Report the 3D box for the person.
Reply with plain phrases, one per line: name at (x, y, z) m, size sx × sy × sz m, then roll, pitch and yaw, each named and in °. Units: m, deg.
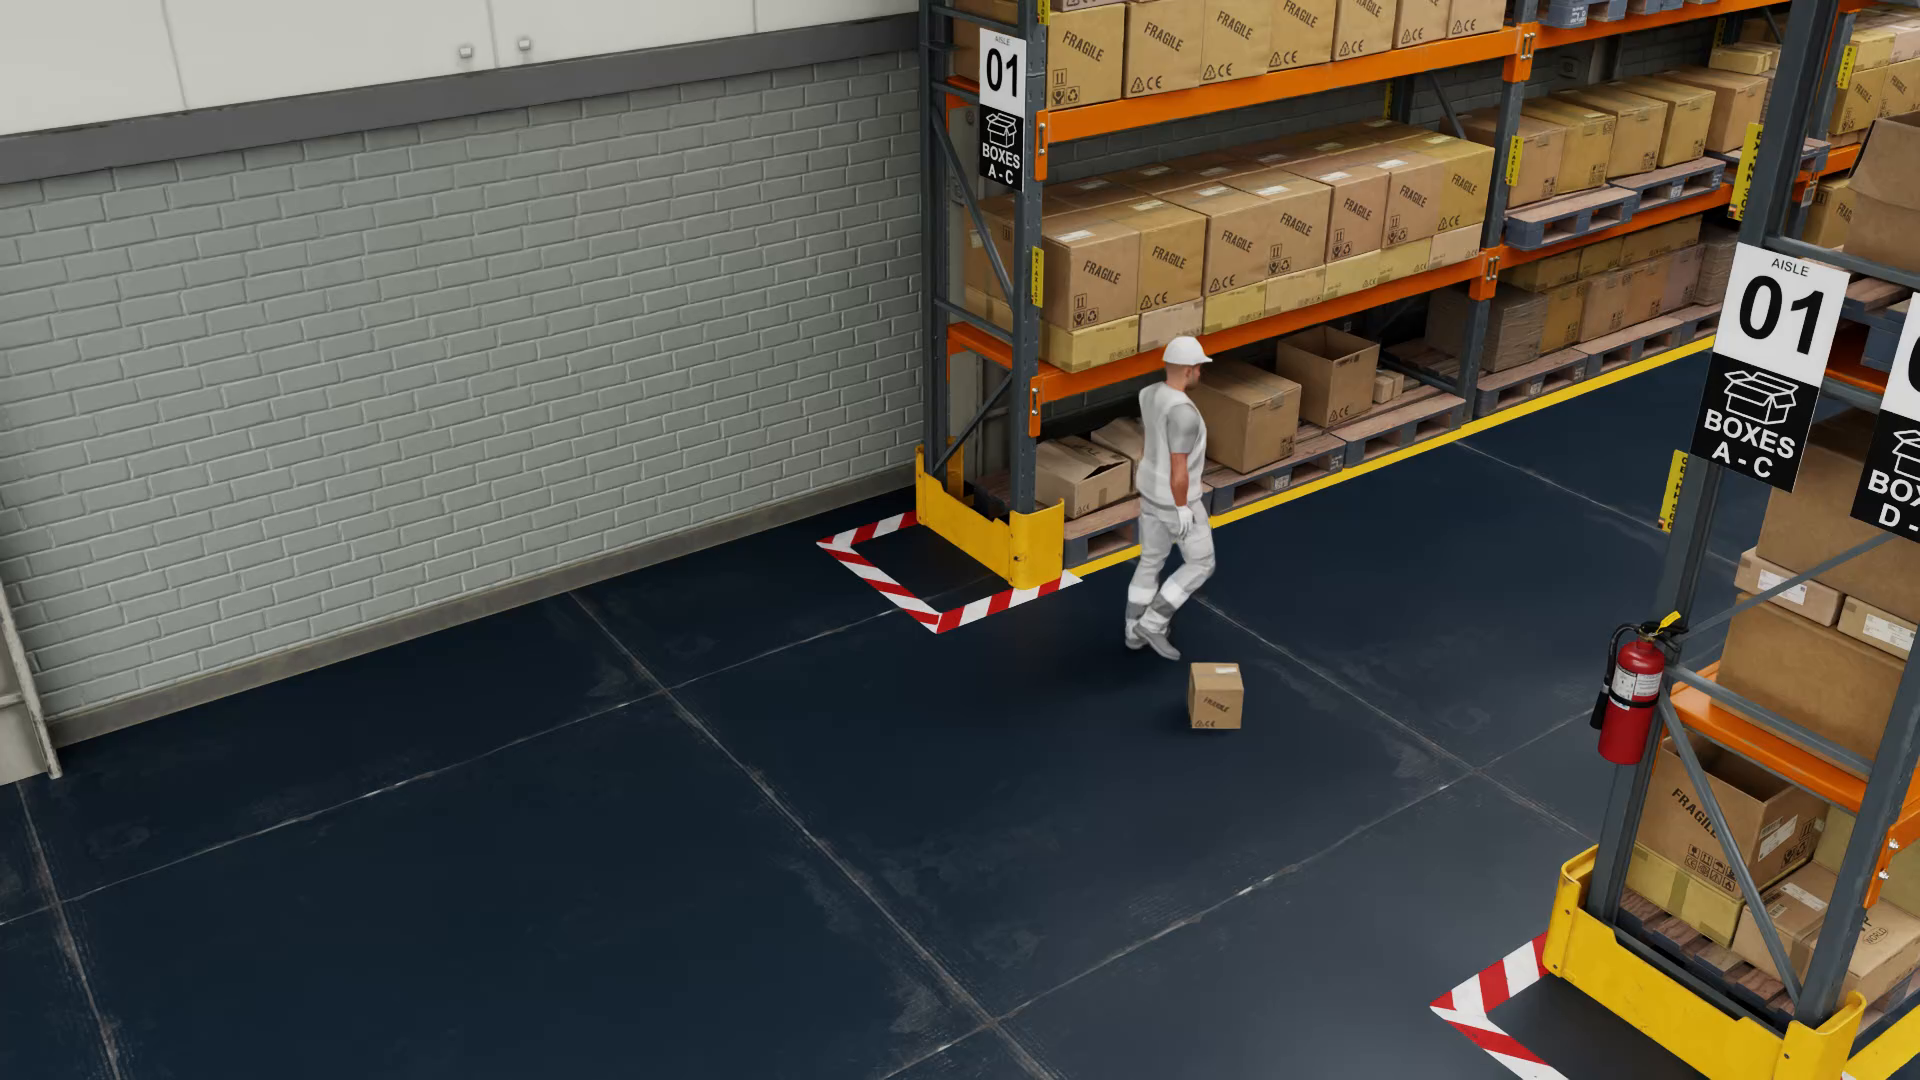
person at (1.126, -0.227, 8.996) m, size 0.514 × 1.762 × 0.660 m, roll -12°, pitch 31°, yaw -21°
